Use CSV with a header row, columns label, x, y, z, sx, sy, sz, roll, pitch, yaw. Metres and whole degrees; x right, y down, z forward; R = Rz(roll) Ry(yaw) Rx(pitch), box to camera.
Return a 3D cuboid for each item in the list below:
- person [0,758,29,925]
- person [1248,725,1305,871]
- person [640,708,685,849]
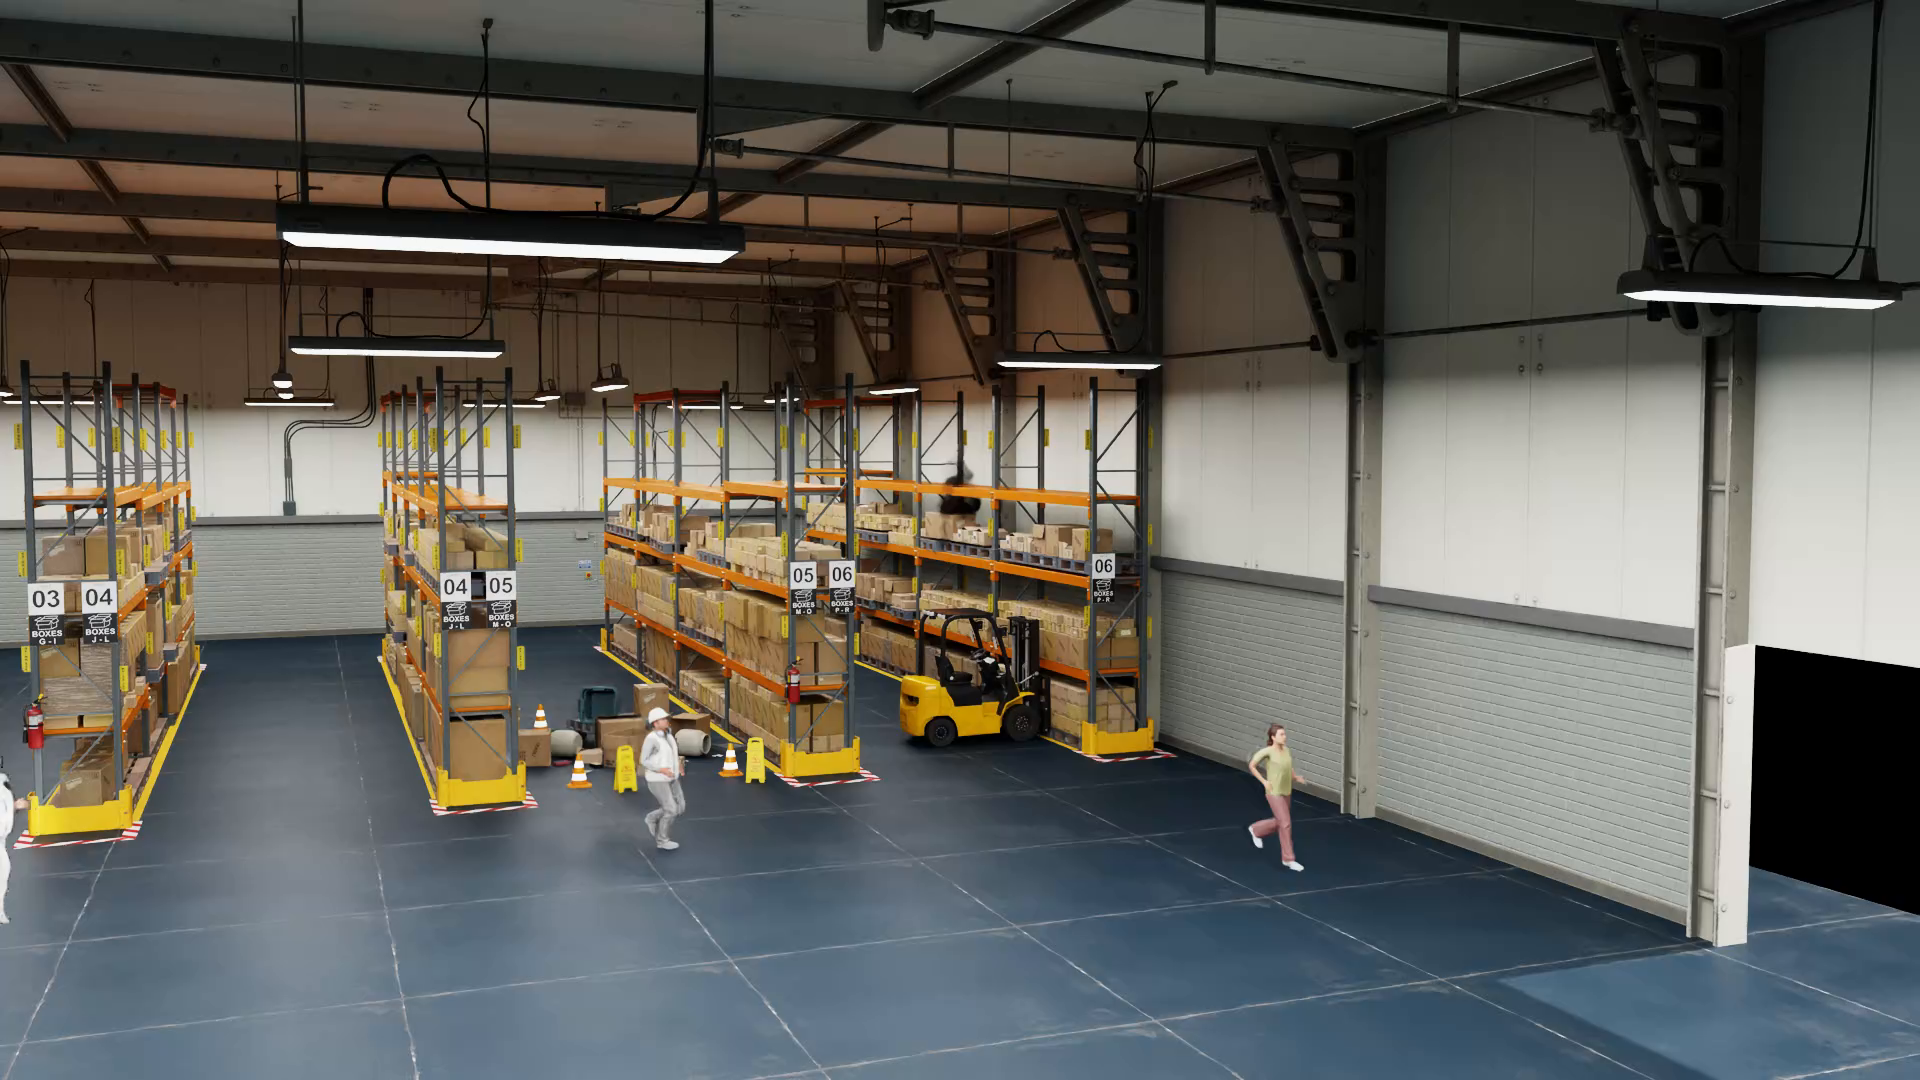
label,x,y,z,sx,sy,sz,roll,pitch,yaw
person,-10.114,3.089,17.337,0.791,1.851,0.638,0,3,4
person,3.716,3.002,19.621,0.579,1.669,0.879,-3,4,-38
person,-3.655,2.914,20.364,0.609,1.722,0.657,1,4,22
